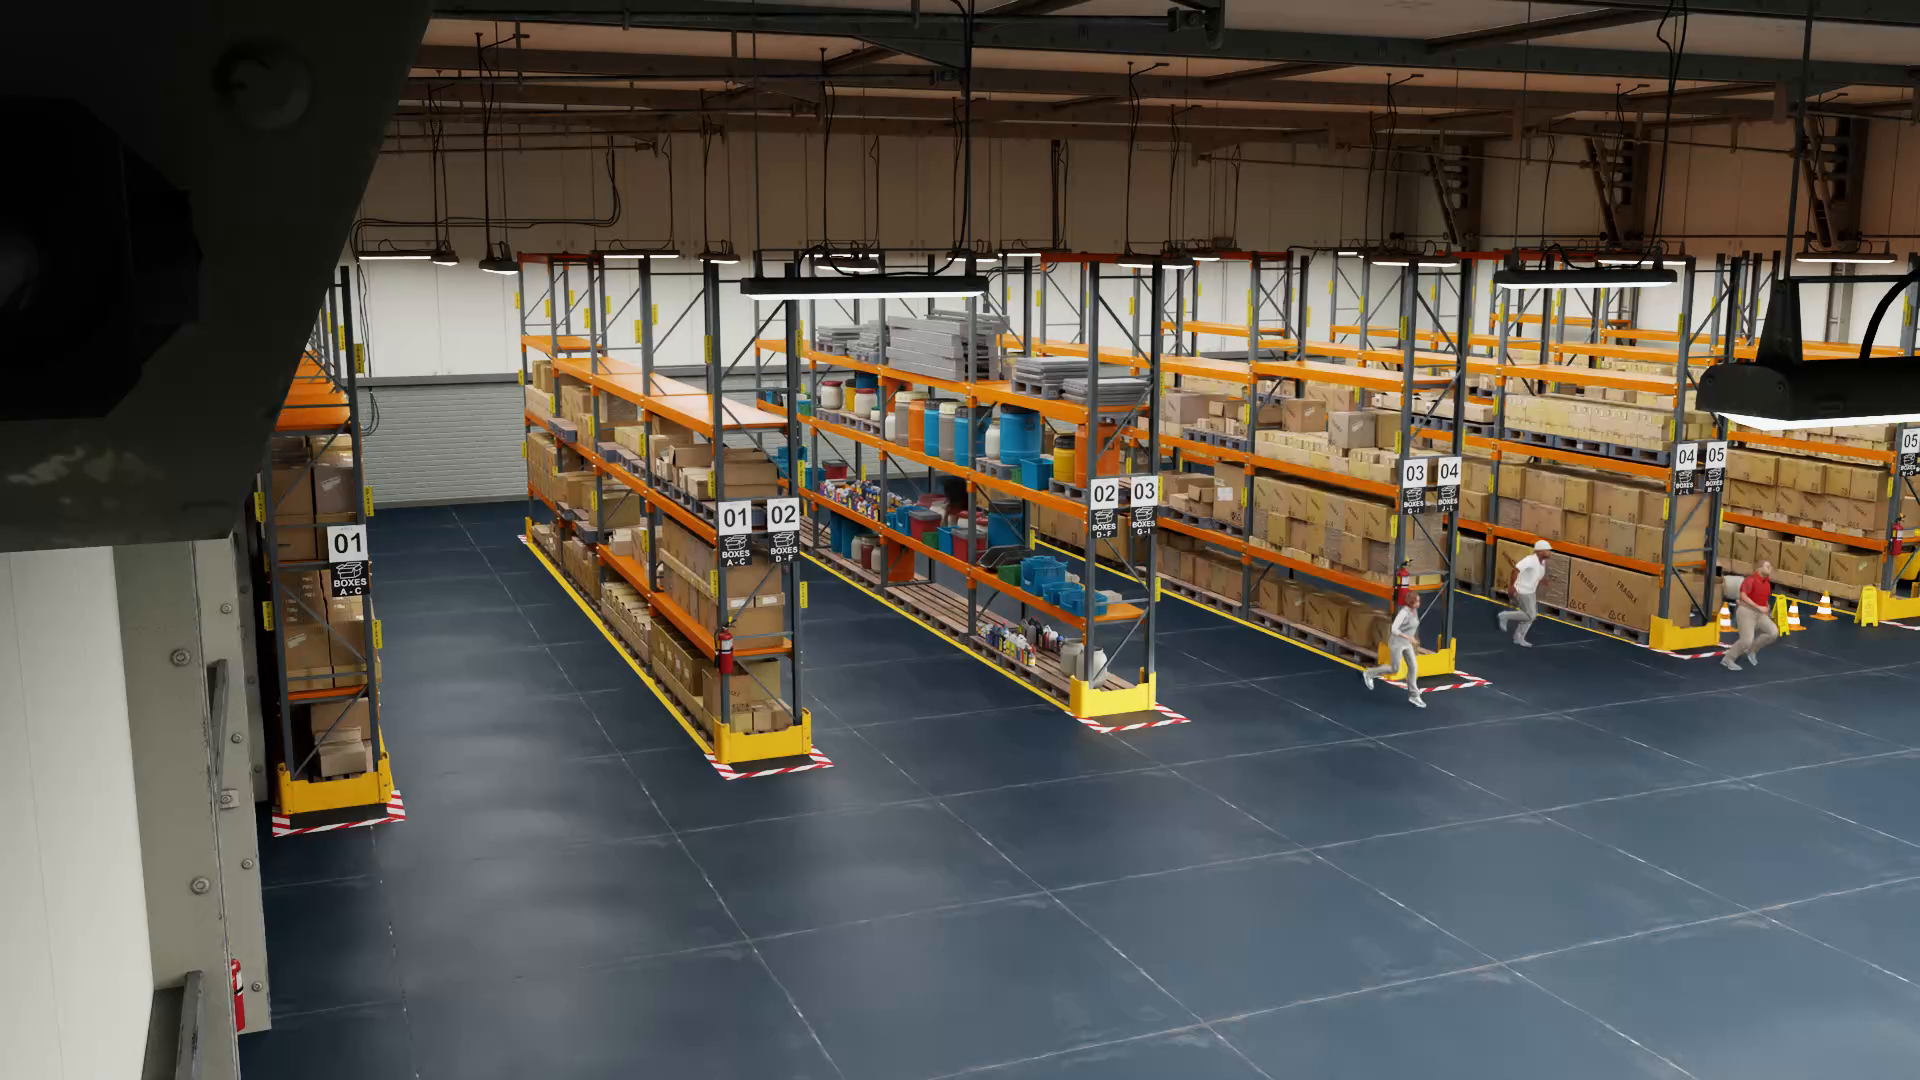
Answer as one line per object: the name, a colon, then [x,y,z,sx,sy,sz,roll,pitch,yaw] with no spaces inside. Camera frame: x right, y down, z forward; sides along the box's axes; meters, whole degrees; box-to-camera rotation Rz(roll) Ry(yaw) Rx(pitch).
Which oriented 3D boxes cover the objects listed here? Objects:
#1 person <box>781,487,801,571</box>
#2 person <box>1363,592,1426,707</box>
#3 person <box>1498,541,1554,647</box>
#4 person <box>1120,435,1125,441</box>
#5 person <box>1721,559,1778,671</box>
person: [-3.274,-0.193,31.575,0.561,1.621,0.573,-5,11,-23]
person: [6.005,1.451,22.794,0.946,1.564,0.570,8,13,38]
person: [8.837,0.818,25.984,0.774,1.688,0.692,7,12,33]
person: [3.854,-1.751,40.318,0.525,1.627,0.683,2,10,8]
person: [11.753,1.088,24.583,0.754,1.641,0.630,-9,13,-39]
